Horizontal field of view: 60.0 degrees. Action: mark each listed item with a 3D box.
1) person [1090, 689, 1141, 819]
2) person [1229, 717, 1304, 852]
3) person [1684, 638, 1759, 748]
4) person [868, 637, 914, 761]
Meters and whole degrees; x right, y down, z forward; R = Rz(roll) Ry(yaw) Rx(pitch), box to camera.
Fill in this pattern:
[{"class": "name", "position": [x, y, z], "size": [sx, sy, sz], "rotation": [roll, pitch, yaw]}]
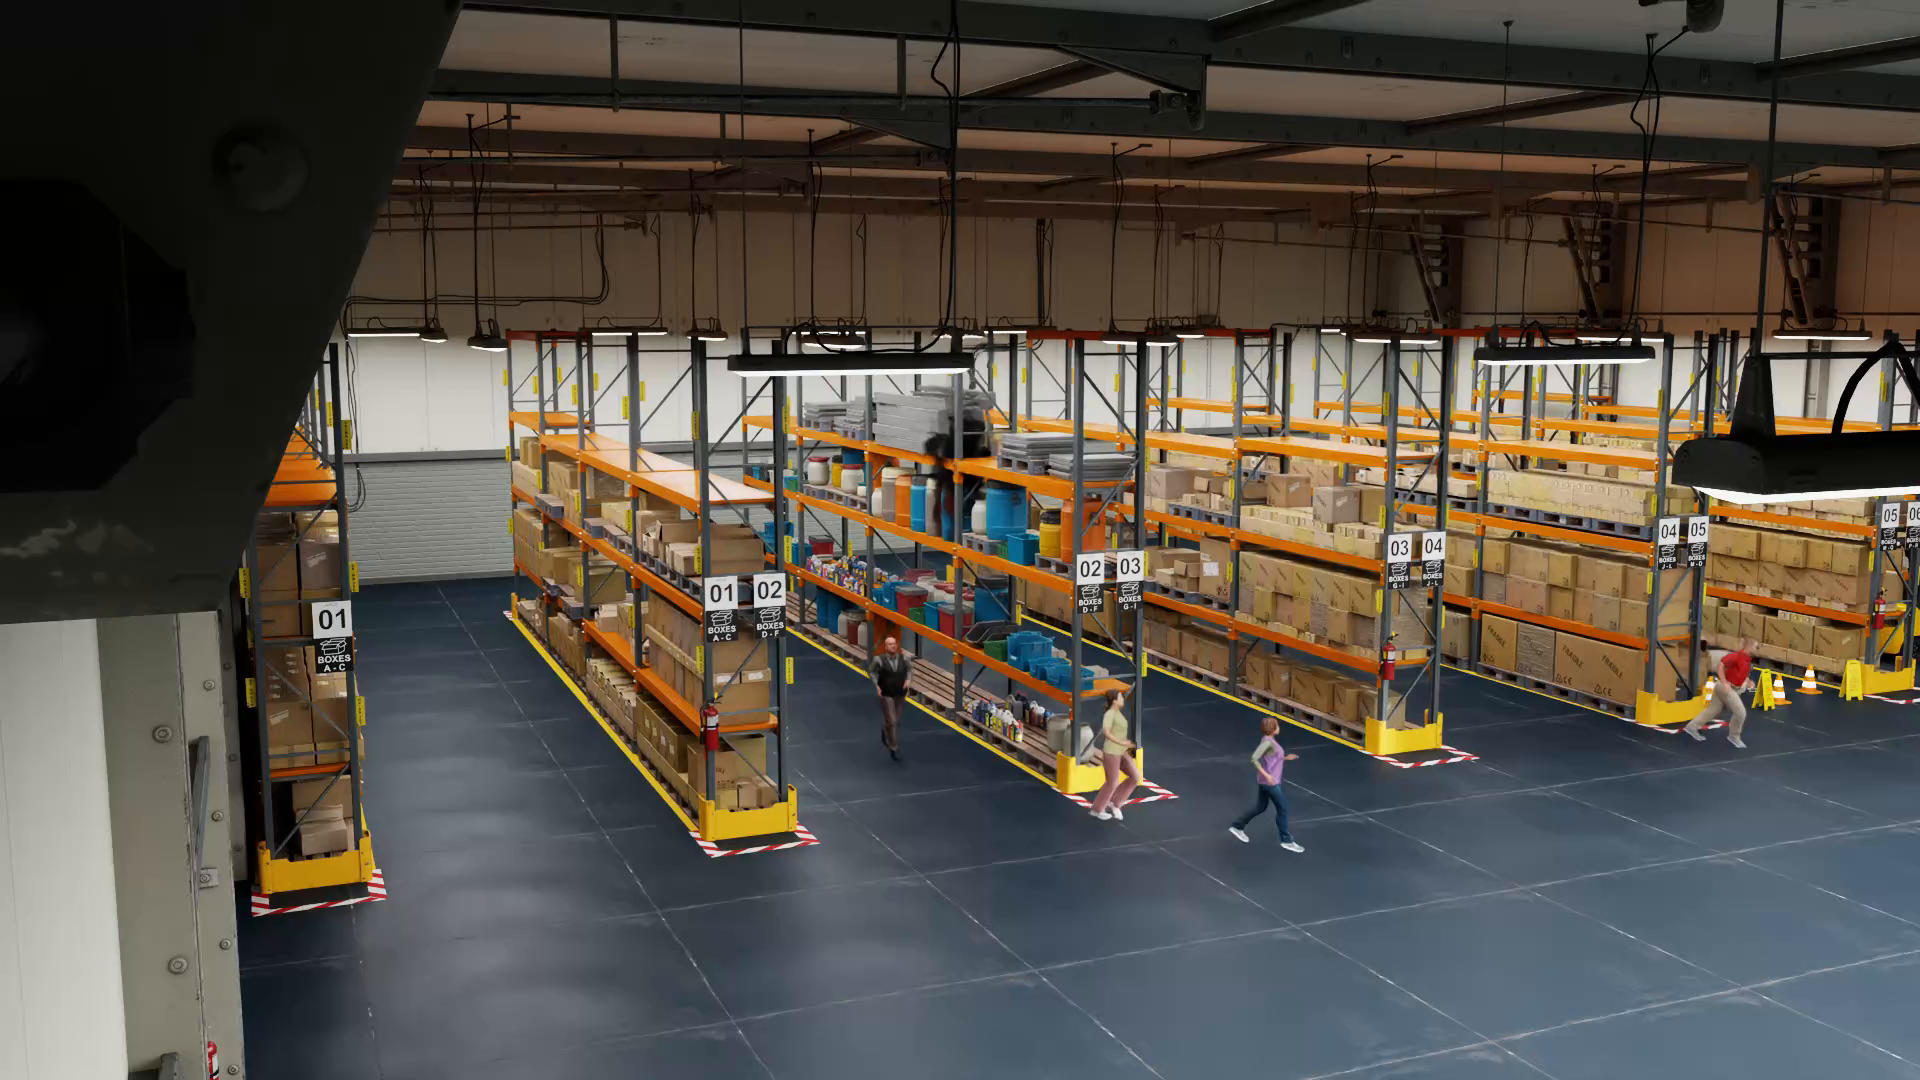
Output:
[{"class": "person", "position": [1.978, 2.682, 20.908], "size": [0.603, 1.637, 0.644], "rotation": [4, 9, 25]}, {"class": "person", "position": [3.629, 2.864, 19.588], "size": [0.873, 1.599, 0.531], "rotation": [1, 8, 6]}, {"class": "person", "position": [11.228, 2.231, 24.529], "size": [0.956, 1.669, 0.663], "rotation": [6, 10, 36]}, {"class": "person", "position": [-0.973, 2.228, 23.798], "size": [0.655, 1.717, 0.891], "rotation": [-3, 8, -23]}]
